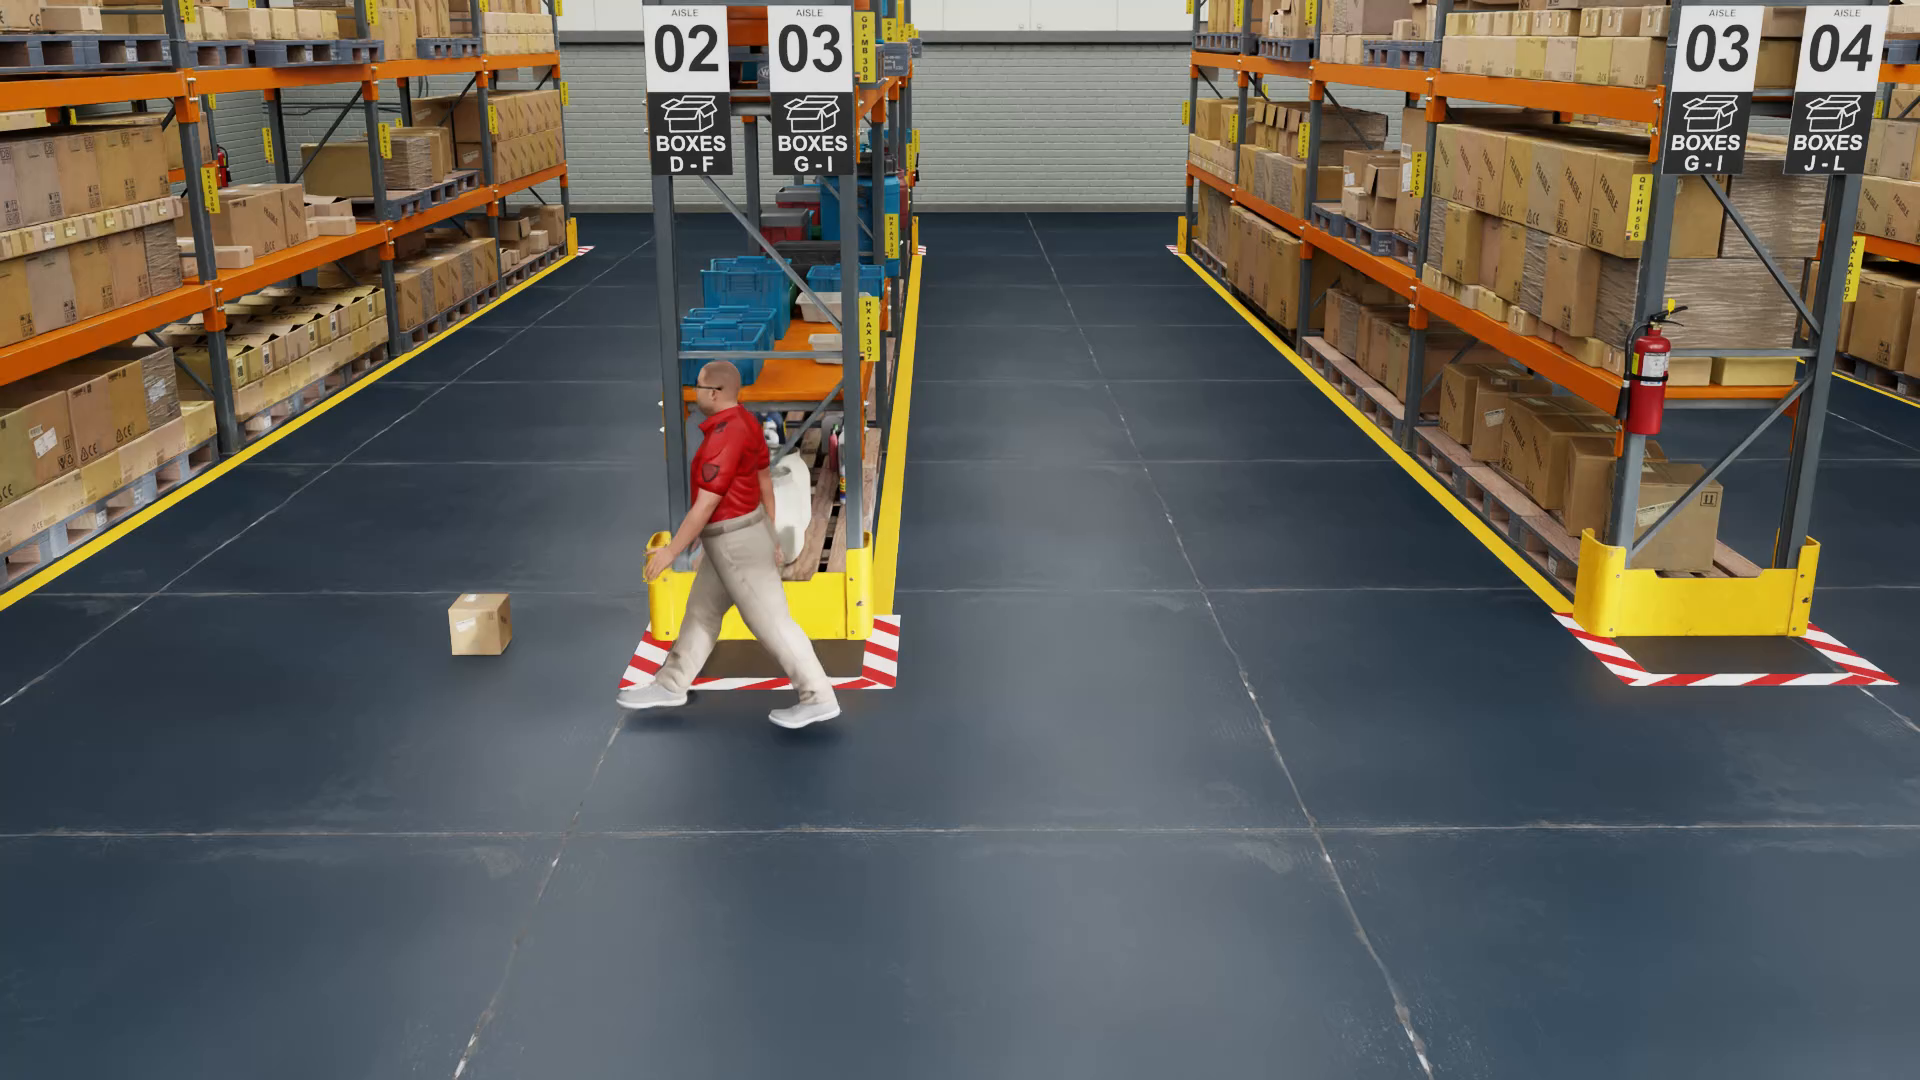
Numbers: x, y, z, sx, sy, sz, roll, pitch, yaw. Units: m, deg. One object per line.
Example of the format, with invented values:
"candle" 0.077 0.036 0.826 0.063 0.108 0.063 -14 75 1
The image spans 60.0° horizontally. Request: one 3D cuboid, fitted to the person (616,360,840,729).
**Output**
"person" -1.085 0.015 7.484 1.053 1.660 0.587 0 17 0
